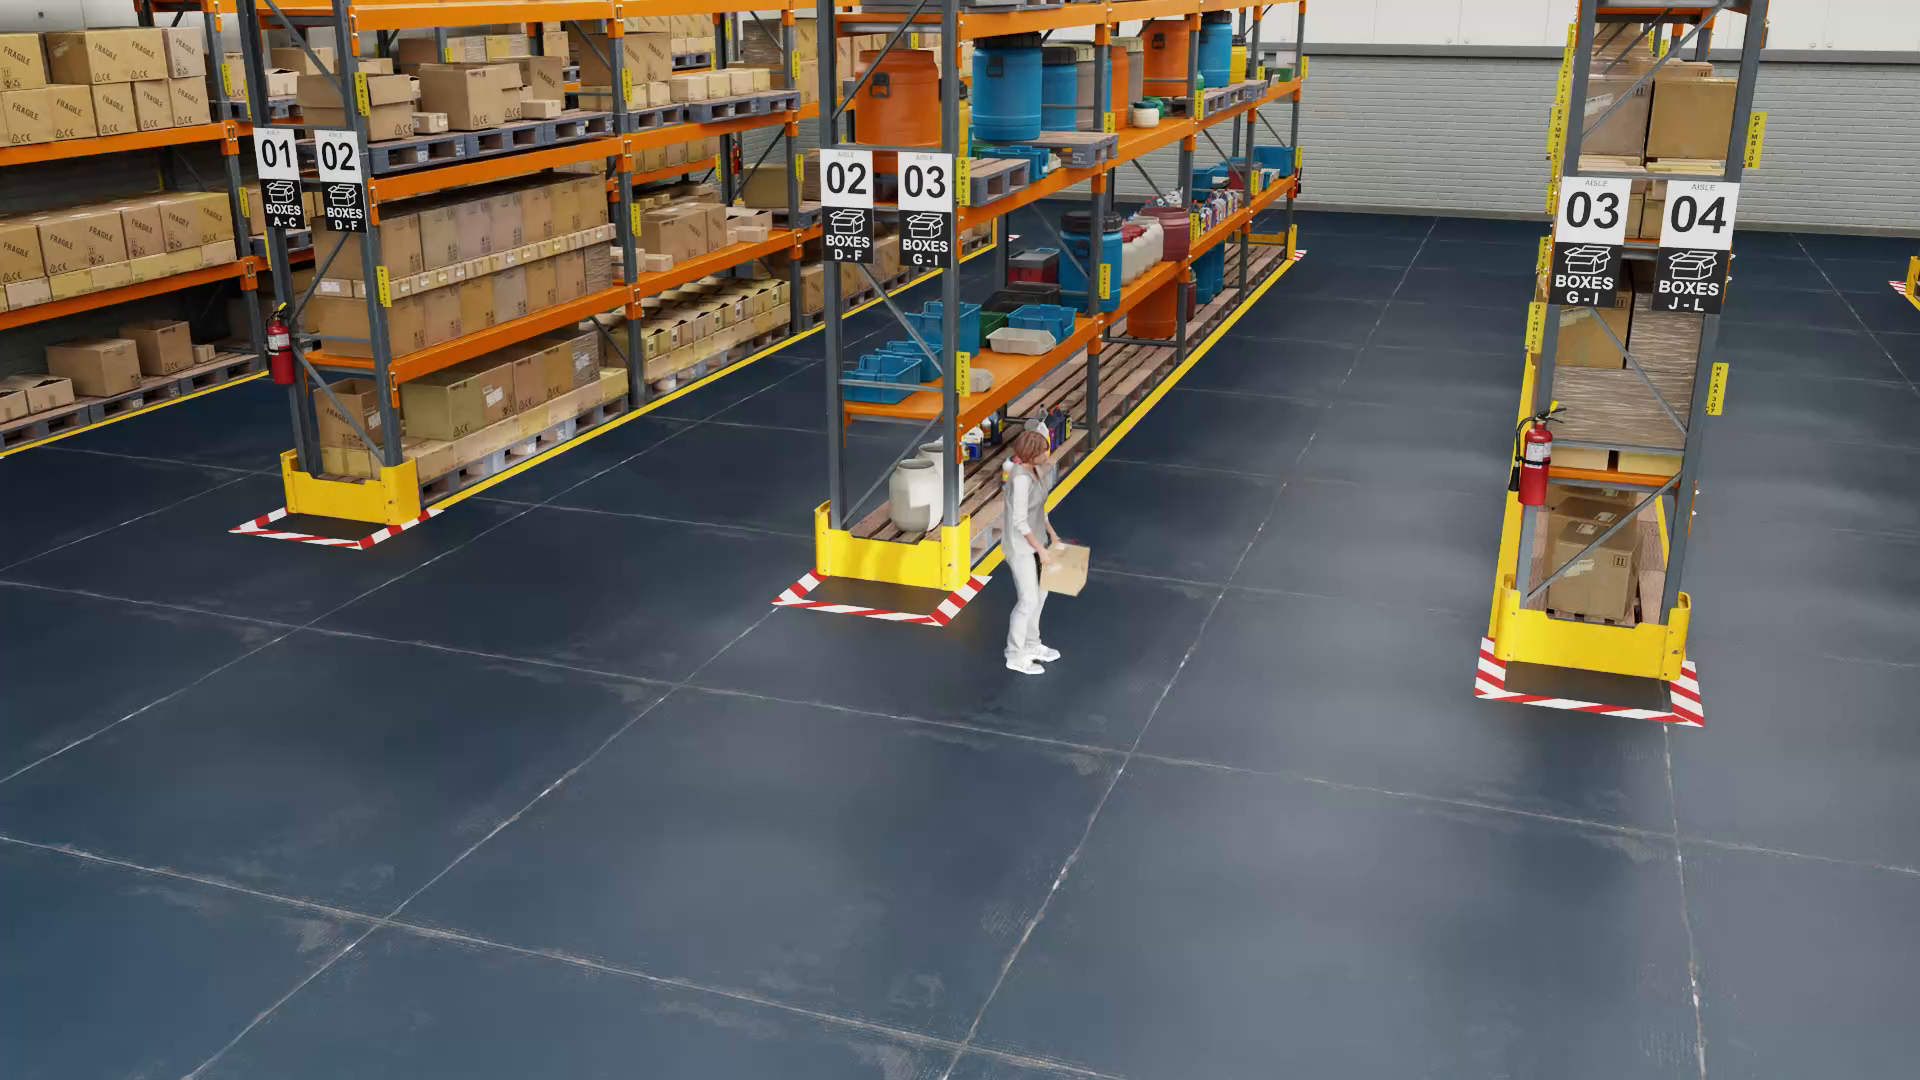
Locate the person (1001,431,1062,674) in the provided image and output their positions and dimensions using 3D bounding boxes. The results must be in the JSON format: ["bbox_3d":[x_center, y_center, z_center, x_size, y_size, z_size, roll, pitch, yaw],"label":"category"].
[{"bbox_3d":[0.465,0.061,10.888,0.371,1.602,0.445,6,20,17],"label":"person"}]
